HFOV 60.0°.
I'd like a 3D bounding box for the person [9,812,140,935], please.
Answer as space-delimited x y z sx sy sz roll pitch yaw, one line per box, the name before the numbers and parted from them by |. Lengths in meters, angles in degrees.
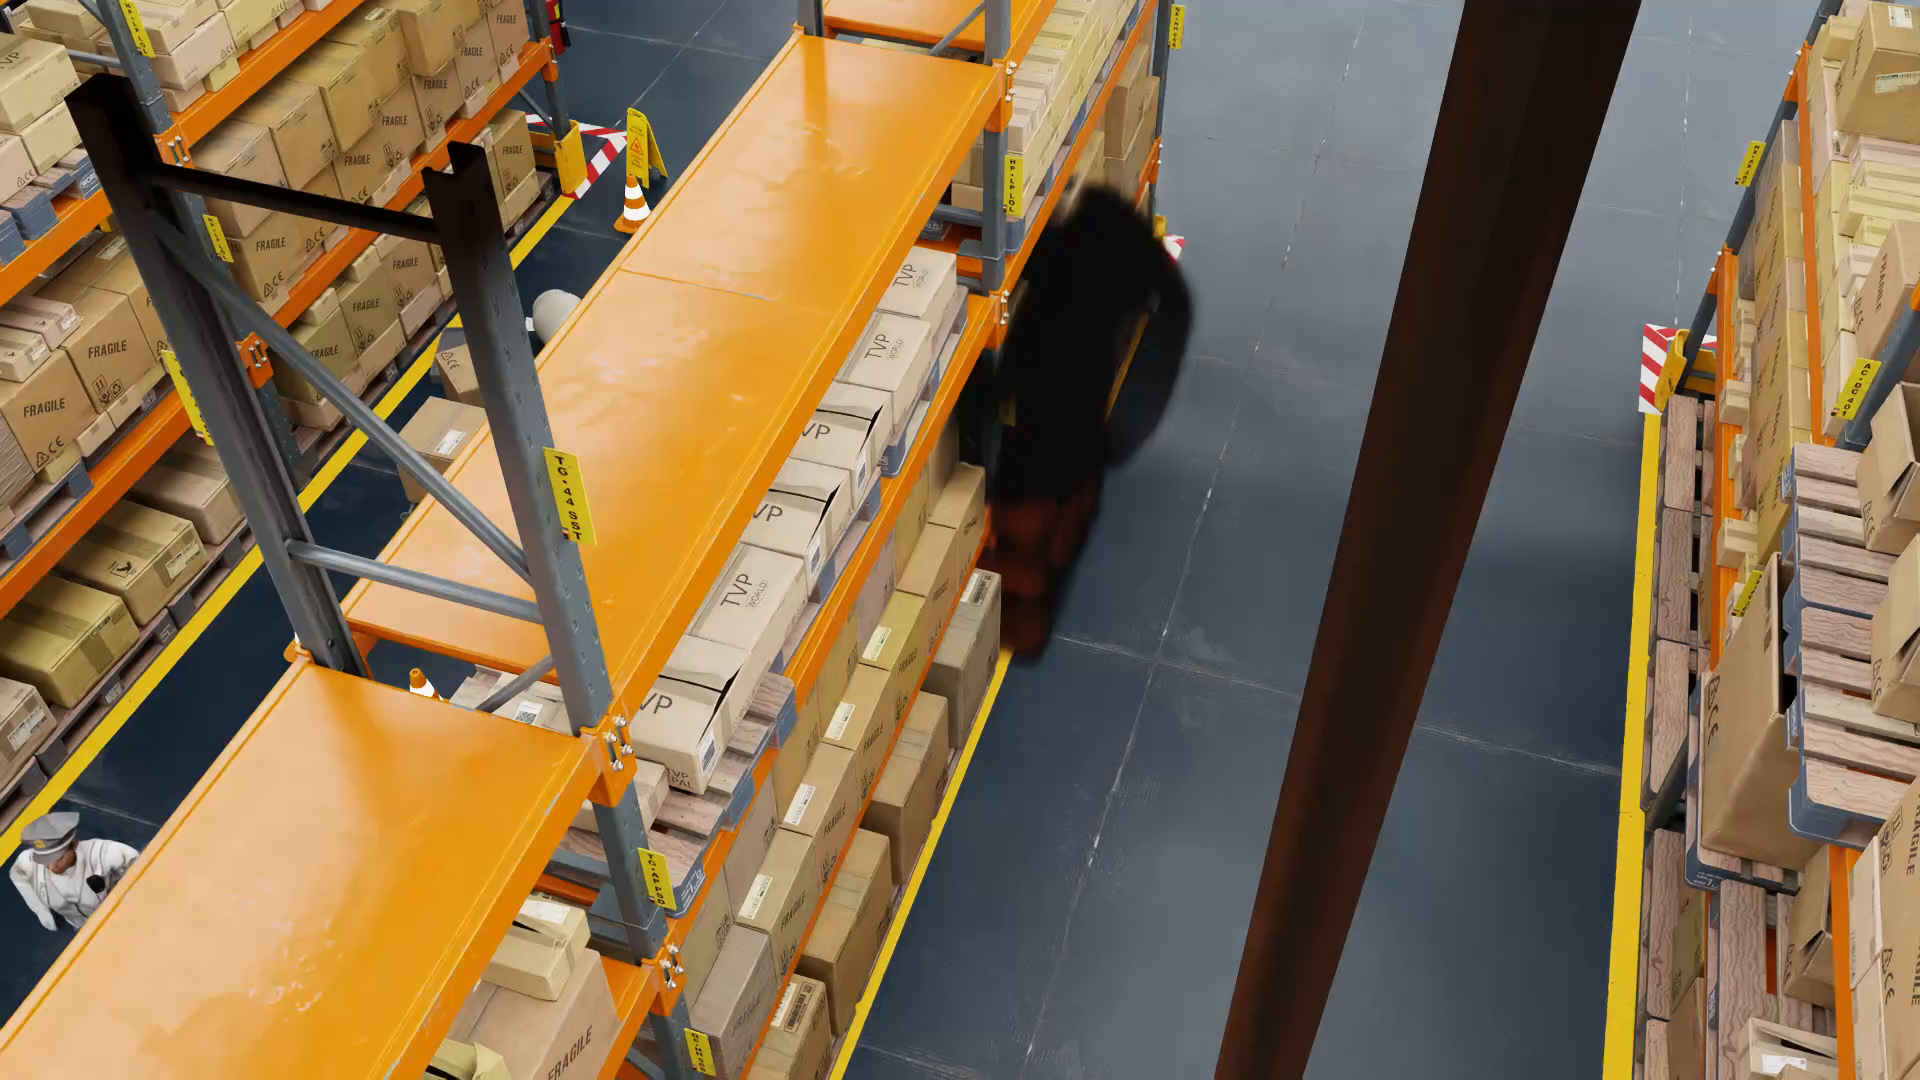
person | -4.234 1.800 8.245 0.676 1.643 0.520 -2 46 -2
